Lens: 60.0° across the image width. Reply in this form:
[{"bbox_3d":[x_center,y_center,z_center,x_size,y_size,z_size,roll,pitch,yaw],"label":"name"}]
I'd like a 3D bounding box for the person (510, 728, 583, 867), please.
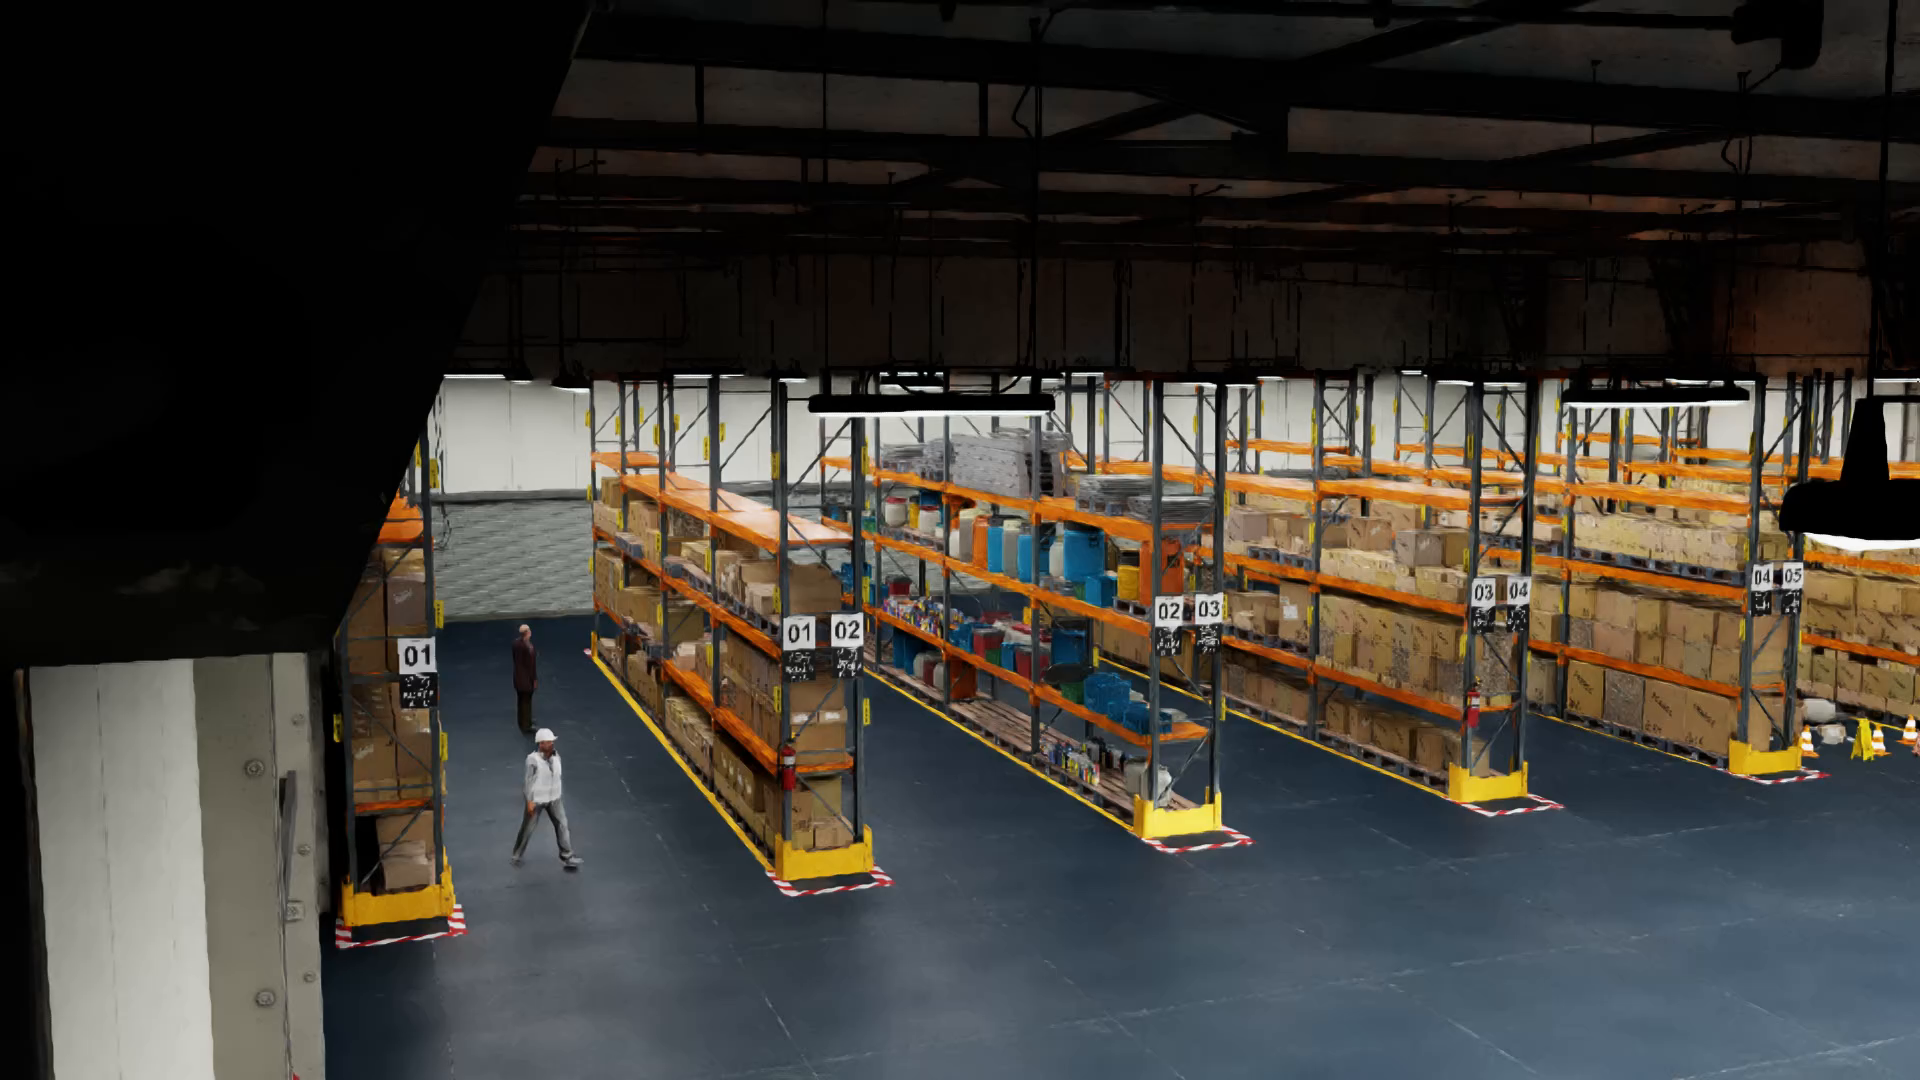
[{"bbox_3d":[-5.154,3.179,20.530,0.931,1.747,0.588,6,9,43],"label":"person"}]

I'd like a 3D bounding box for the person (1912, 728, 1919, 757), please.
[{"bbox_3d":[13.727,2.902,23.326,0.579,1.665,0.978,0,6,0],"label":"person"}]

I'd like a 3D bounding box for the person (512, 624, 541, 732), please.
[{"bbox_3d":[-7.279,2.303,28.016,0.654,1.790,0.522,6,9,44],"label":"person"}]
